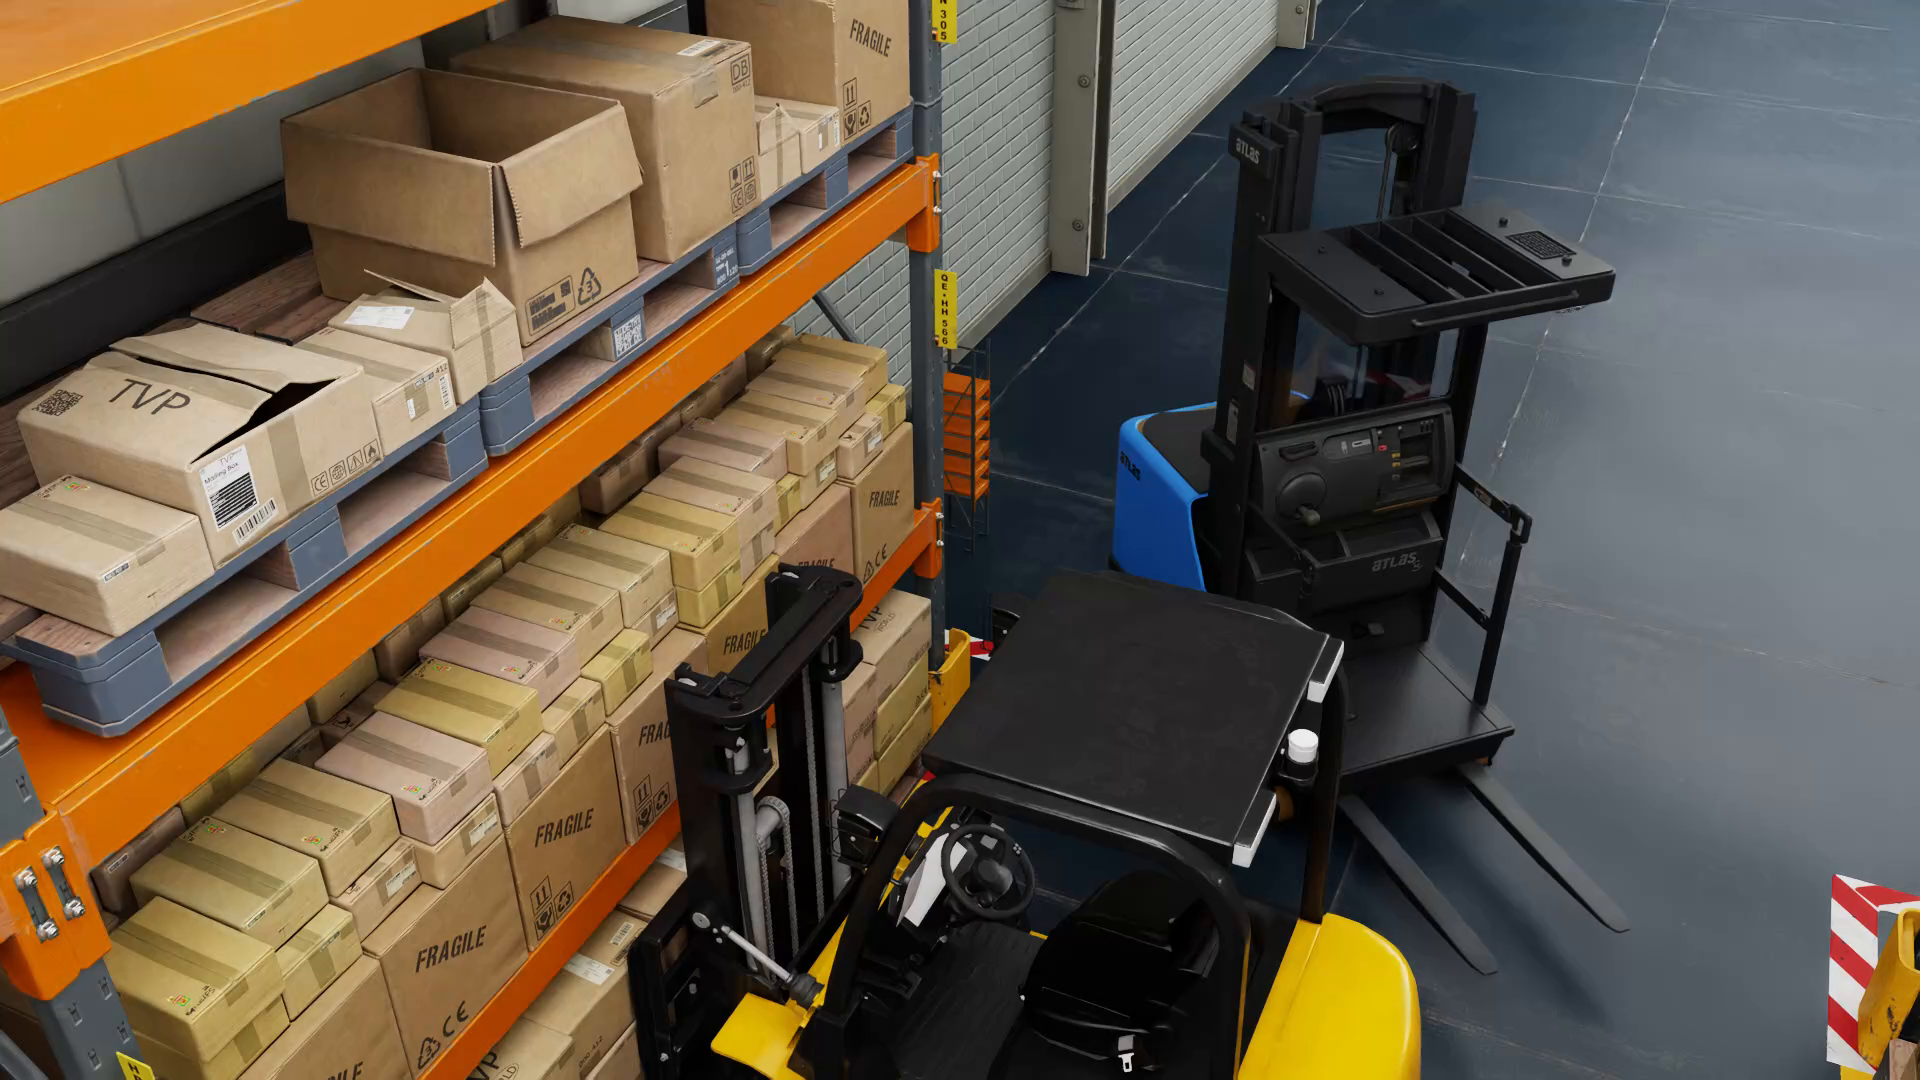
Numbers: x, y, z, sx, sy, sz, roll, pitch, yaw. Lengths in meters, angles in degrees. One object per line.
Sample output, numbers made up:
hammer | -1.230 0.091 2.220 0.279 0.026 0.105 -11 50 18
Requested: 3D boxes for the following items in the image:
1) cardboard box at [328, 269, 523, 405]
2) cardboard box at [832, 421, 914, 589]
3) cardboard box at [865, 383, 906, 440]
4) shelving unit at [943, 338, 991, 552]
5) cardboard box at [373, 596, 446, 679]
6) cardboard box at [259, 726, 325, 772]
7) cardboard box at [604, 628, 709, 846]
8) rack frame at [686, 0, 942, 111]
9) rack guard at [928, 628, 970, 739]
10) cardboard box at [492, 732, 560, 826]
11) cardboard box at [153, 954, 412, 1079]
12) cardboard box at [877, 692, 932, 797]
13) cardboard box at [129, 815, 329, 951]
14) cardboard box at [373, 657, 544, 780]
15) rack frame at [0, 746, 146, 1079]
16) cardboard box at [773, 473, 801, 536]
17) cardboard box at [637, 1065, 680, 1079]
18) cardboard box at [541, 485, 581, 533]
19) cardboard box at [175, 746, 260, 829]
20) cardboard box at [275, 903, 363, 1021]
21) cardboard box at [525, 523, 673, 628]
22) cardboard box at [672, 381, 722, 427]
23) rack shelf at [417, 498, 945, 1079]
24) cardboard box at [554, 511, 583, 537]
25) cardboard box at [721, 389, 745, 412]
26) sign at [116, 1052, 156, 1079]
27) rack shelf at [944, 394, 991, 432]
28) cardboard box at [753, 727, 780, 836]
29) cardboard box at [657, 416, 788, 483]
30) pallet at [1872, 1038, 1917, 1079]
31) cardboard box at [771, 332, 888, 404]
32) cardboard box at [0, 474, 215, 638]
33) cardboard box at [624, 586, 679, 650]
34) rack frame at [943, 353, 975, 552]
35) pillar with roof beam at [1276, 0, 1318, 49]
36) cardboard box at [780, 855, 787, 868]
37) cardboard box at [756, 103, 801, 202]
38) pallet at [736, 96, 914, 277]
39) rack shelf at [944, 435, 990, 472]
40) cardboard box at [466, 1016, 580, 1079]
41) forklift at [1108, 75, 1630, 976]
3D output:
cardboard box | -1.322 -0.538 4.117 0.396 0.266 0.258 13 36 19
cardboard box | -0.512 -0.182 6.569 0.500 0.500 0.500 13 36 19
cardboard box | -0.436 -0.521 6.495 0.380 0.149 0.250 15 36 21
shelving unit | 0.006 -0.509 8.800 0.258 1.200 0.189 14 36 20
cardboard box | -1.794 0.251 5.046 0.380 0.149 0.250 14 36 20
cardboard box | -2.052 0.614 4.763 0.380 0.149 0.250 14 36 21
cardboard box | -1.152 0.583 5.403 0.500 0.500 0.500 14 36 21
rack frame | -0.545 -2.954 5.417 1.000 3.000 0.127 14 36 20
rack guard | -0.535 0.588 7.766 1.175 0.500 0.348 14 36 20
cardboard box | -1.374 0.634 4.734 0.380 0.149 0.250 14 36 20
cardboard box | -1.796 1.344 4.242 0.500 0.500 0.500 13 35 19
cardboard box | -0.455 0.836 7.233 0.500 0.250 0.500 14 36 21
cardboard box | -1.804 0.864 4.112 0.380 0.149 0.250 15 36 21
cardboard box | -1.405 0.499 4.668 0.380 0.149 0.250 14 36 20
rack frame | -2.219 1.547 4.024 1.000 3.000 0.127 14 36 20
cardboard box | -0.794 -0.151 5.931 0.380 0.149 0.250 14 36 20
cardboard box | -1.316 1.840 5.701 0.500 0.250 0.500 15 36 21
cardboard box | -1.521 -0.142 5.646 0.380 0.149 0.250 13 36 19
cardboard box | -2.118 0.631 4.467 0.380 0.149 0.250 14 36 20
cardboard box | -1.739 1.006 4.166 0.380 0.149 0.250 15 36 22
cardboard box | -1.140 0.109 5.262 0.380 0.149 0.250 15 36 21
cardboard box | -1.117 -0.507 6.202 0.380 0.149 0.250 15 36 21
rack shelf | -1.382 0.852 5.740 1.077 0.370 4.000 14 36 20
cardboard box | -1.525 -0.025 5.738 0.380 0.149 0.250 15 36 22
cardboard box | -0.968 -0.511 6.480 0.380 0.149 0.250 14 36 20
sign | -1.722 1.216 3.545 0.100 0.325 0.005 14 36 20
rack shelf | 0.006 -0.673 8.693 0.258 0.103 0.180 14 36 20
cardboard box | -0.865 0.921 6.191 0.500 0.250 0.500 15 36 21
cardboard box | -0.835 -0.282 5.860 0.380 0.149 0.250 14 36 21
pallet | 3.561 2.292 5.430 1.003 0.211 1.213 14 36 20
cardboard box | -0.504 -0.656 6.429 0.380 0.149 0.250 14 36 21
cardboard box | -1.755 0.026 3.362 0.380 0.149 0.250 15 36 21
cardboard box | -1.136 0.227 5.354 0.380 0.149 0.250 14 36 20
rack frame | -0.032 -0.463 8.731 0.240 1.200 0.006 14 36 20
pillar with roof beam | 7.276 -7.803 12.812 9.100 9.000 0.400 14 36 20
cardboard box | -0.881 1.143 6.308 0.500 0.250 0.500 13 36 19
cardboard box | -0.722 -1.252 5.205 0.396 0.266 0.258 14 36 21
pallet | -0.864 -1.316 5.736 1.003 0.211 1.213 14 36 20
rack shelf | 0.006 -0.472 8.825 0.258 0.103 0.180 14 36 20
cardboard box | -1.508 1.682 5.031 0.500 0.250 0.500 14 36 21
forklift | 1.748 -0.250 6.827 1.130 2.935 3.031 -12 35 -17
